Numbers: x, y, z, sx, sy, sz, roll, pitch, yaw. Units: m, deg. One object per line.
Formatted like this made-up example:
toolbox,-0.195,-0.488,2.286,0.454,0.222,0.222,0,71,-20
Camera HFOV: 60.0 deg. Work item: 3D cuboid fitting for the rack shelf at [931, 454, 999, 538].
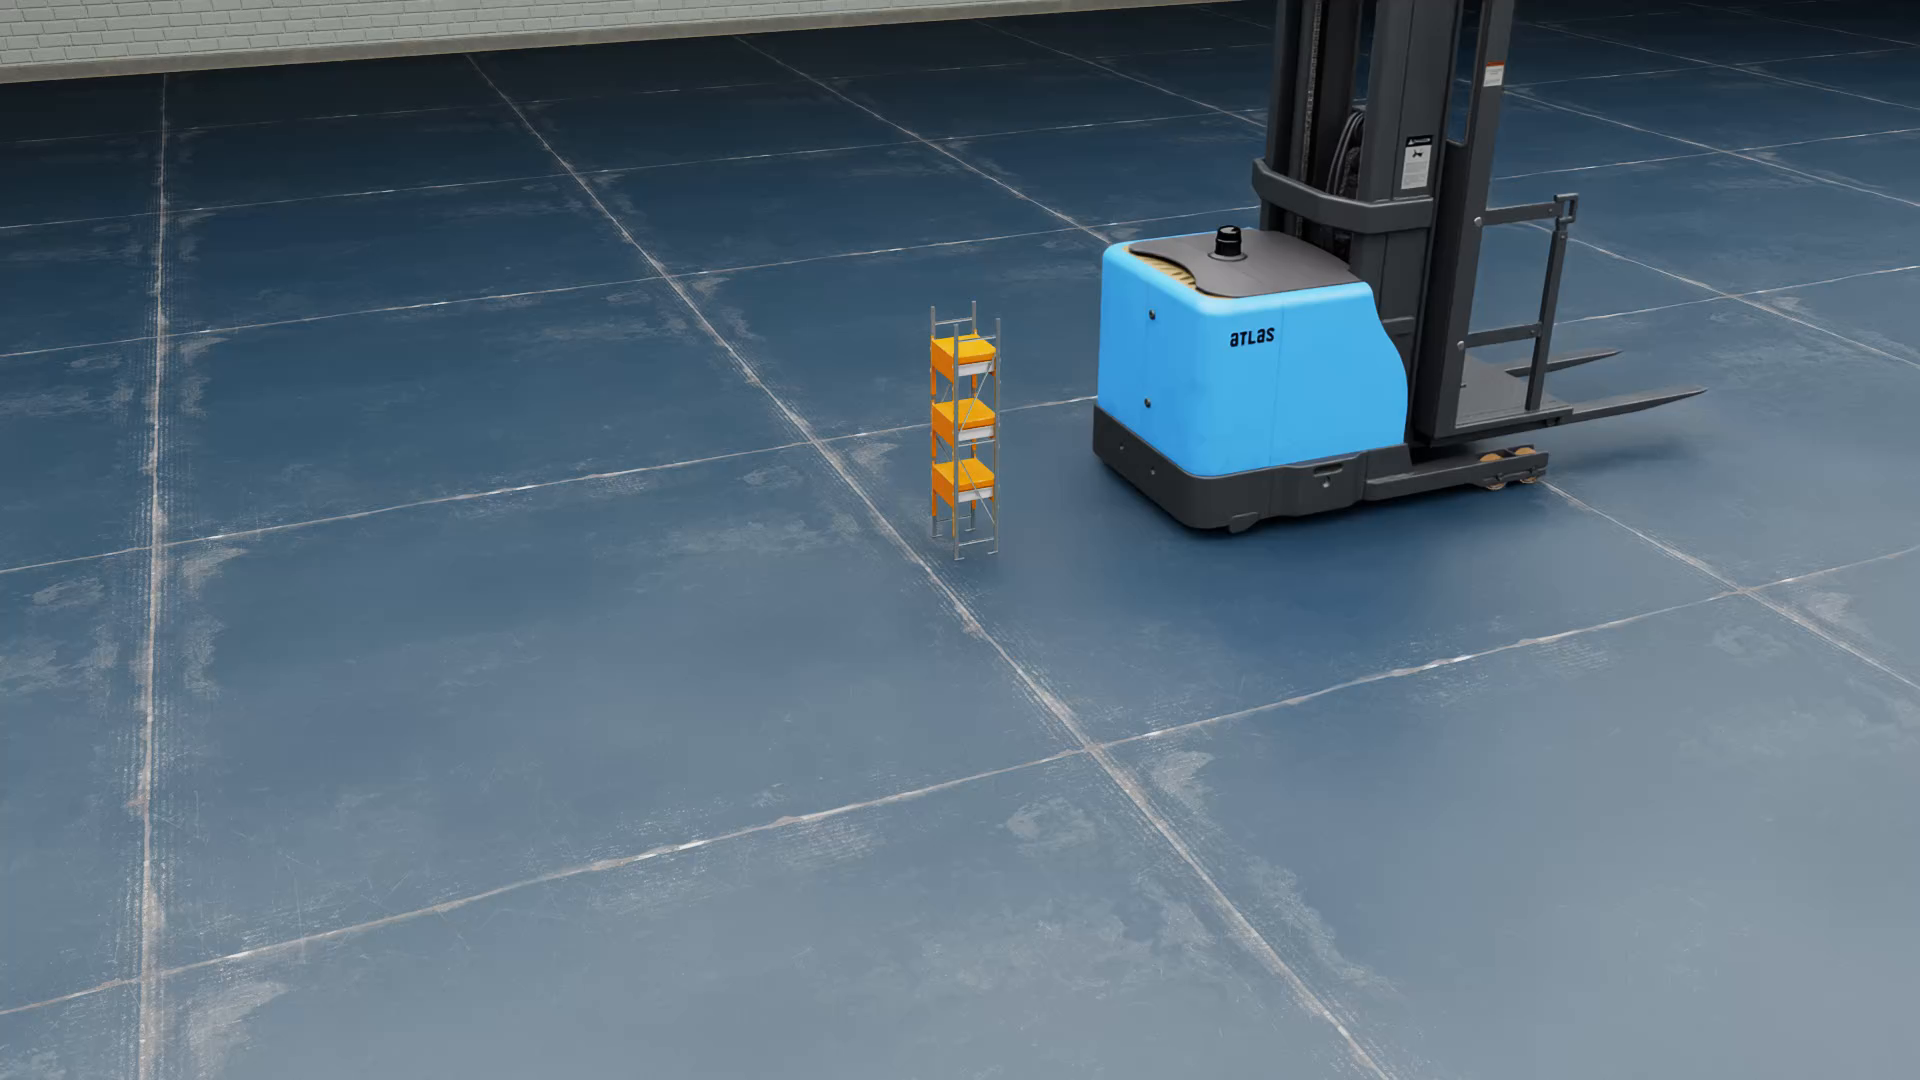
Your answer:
rack shelf,0.021,-0.191,7.102,0.215,0.259,0.240,-11,28,-21

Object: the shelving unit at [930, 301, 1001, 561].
shelving unit,0.021,-0.450,6.975,0.215,1.050,0.252,-11,28,-21

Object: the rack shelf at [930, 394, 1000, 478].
rack shelf,0.021,-0.441,6.980,0.215,0.259,0.240,-11,28,-21

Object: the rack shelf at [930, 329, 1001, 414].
rack shelf,0.021,-0.696,6.856,0.215,0.259,0.240,-11,28,-21

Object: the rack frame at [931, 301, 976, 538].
rack frame,-0.027,-0.499,7.076,0.200,1.050,0.008,-11,28,-21

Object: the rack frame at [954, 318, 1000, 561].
rack frame,0.069,-0.401,6.875,0.200,1.050,0.008,-11,28,-21

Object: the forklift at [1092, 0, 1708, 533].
forklift,2.202,-1.751,7.496,3.031,2.935,1.130,-10,28,-20
